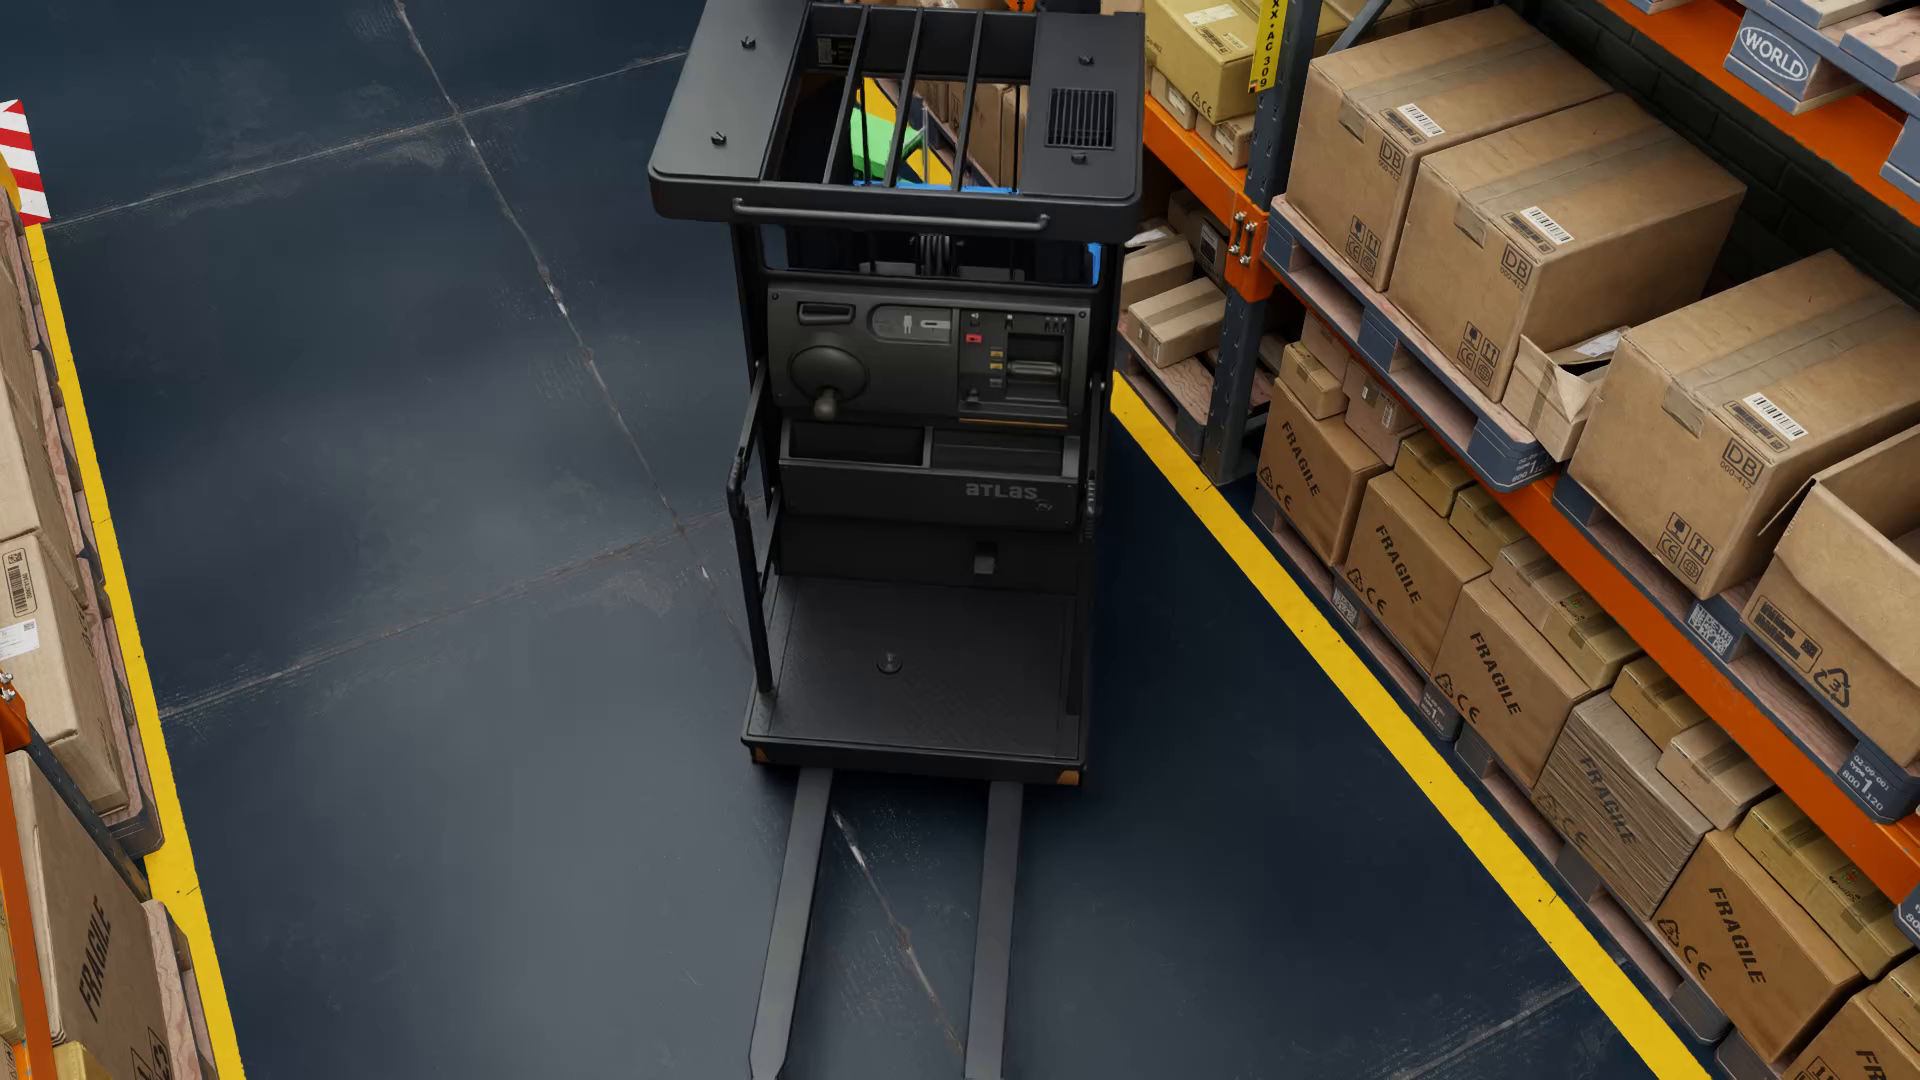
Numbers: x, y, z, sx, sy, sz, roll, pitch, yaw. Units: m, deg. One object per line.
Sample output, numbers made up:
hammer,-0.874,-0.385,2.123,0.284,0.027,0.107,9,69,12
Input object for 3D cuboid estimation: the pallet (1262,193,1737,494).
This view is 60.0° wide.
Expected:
pallet,1.675,-0.763,5.052,1.003,0.211,1.213,-21,52,-18

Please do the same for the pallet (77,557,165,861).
pallet,-3.284,0.696,5.501,1.003,0.211,1.213,-21,52,-18

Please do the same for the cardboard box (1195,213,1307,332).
cardboard box,1.314,-1.175,6.792,0.500,0.311,0.500,-19,52,-16

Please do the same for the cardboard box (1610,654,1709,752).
cardboard box,2.137,0.428,4.834,0.380,0.149,0.250,-21,52,-17

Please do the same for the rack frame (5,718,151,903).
rack frame,-3.005,0.314,3.983,1.000,3.000,0.127,-21,52,-18

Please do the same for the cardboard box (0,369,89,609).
cardboard box,-3.607,-0.037,5.713,0.875,0.438,0.875,-23,53,-19

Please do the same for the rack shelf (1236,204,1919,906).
rack shelf,2.322,0.177,4.580,1.077,0.370,4.000,-21,52,-18

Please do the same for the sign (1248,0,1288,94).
sign,0.928,-1.491,4.986,0.100,0.325,0.005,-21,52,-18

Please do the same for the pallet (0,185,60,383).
pallet,-4.400,-0.937,6.929,1.003,0.211,1.213,-21,52,-18

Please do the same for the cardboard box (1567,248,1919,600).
cardboard box,2.025,-0.297,4.171,0.700,0.500,0.500,-21,52,-18

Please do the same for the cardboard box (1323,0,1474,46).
cardboard box,1.420,-1.871,5.796,0.500,0.250,0.500,-22,52,-18

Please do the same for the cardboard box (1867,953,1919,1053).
cardboard box,2.552,1.143,4.208,0.380,0.149,0.250,-23,53,-19

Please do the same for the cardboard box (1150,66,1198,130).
cardboard box,0.898,-1.609,5.831,0.380,0.149,0.250,-20,52,-17

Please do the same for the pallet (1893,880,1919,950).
pallet,2.864,0.913,3.587,1.213,0.211,1.003,-21,52,-18

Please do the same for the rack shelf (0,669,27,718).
rack shelf,-3.920,-0.788,5.424,1.077,0.370,4.000,-21,52,-18

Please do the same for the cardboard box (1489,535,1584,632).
cardboard box,1.876,0.090,5.129,0.380,0.149,0.250,-21,52,-18

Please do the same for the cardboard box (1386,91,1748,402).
cardboard box,1.666,-0.822,4.631,0.700,0.500,0.500,-21,52,-17

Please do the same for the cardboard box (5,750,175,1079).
cardboard box,-2.650,1.263,4.286,0.875,0.875,0.875,-20,52,-16

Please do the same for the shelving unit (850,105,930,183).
shelving unit,-0.389,-1.199,6.502,0.503,1.200,0.258,24,53,20

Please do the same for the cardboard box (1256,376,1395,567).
cardboard box,1.428,-0.312,5.912,0.500,0.500,0.500,-19,52,-16

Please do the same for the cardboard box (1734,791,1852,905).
cardboard box,2.357,0.784,4.522,0.380,0.149,0.250,-22,52,-18

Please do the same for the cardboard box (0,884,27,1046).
cardboard box,-2.344,0.918,3.554,0.500,0.250,0.500,-22,52,-18

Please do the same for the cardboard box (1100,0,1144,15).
cardboard box,0.714,-2.034,5.938,0.500,0.250,0.500,-21,52,-17

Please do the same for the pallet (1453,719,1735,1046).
pallet,2.375,0.869,5.350,1.003,0.211,1.213,-21,52,-18

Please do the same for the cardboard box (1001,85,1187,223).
cardboard box,0.603,-1.668,7.098,0.700,0.500,0.500,-23,53,-19

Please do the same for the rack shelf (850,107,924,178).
rack shelf,-0.389,-1.473,6.188,0.480,0.148,0.258,24,53,20

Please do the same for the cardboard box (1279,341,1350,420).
cardboard box,1.334,-0.595,5.729,0.380,0.149,0.250,-19,51,-16

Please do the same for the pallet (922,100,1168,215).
pallet,0.531,-1.758,7.647,1.003,0.211,1.213,-21,52,-18

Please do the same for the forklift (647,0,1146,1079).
forklift,-0.111,-0.423,4.673,1.130,2.935,3.031,4,49,3

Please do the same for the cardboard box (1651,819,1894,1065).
cardboard box,2.391,1.067,4.706,0.500,0.500,0.500,-19,52,-16

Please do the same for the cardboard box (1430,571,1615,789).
cardboard box,1.905,0.376,5.310,0.500,0.500,0.500,-23,53,-19

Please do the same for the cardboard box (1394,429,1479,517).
cardboard box,1.657,-0.269,5.443,0.380,0.149,0.250,-24,53,-19

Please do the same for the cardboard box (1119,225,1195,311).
cardboard box,0.727,-1.147,6.798,0.396,0.266,0.258,-19,52,-16

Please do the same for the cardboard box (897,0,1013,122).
cardboard box,0.128,-2.363,7.706,0.700,0.500,0.500,-19,52,-16

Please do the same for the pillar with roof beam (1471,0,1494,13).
pillar with roof beam,-1.938,-2.667,2.604,9.100,9.000,0.400,-21,52,-18

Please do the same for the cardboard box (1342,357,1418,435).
cardboard box,1.496,-0.536,5.479,0.380,0.149,0.250,-24,53,-19

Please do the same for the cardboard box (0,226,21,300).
cardboard box,-4.445,-1.251,6.774,0.875,0.438,0.875,-23,53,-19

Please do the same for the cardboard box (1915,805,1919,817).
cardboard box,2.466,0.595,3.557,0.500,0.250,0.500,-23,53,-19
